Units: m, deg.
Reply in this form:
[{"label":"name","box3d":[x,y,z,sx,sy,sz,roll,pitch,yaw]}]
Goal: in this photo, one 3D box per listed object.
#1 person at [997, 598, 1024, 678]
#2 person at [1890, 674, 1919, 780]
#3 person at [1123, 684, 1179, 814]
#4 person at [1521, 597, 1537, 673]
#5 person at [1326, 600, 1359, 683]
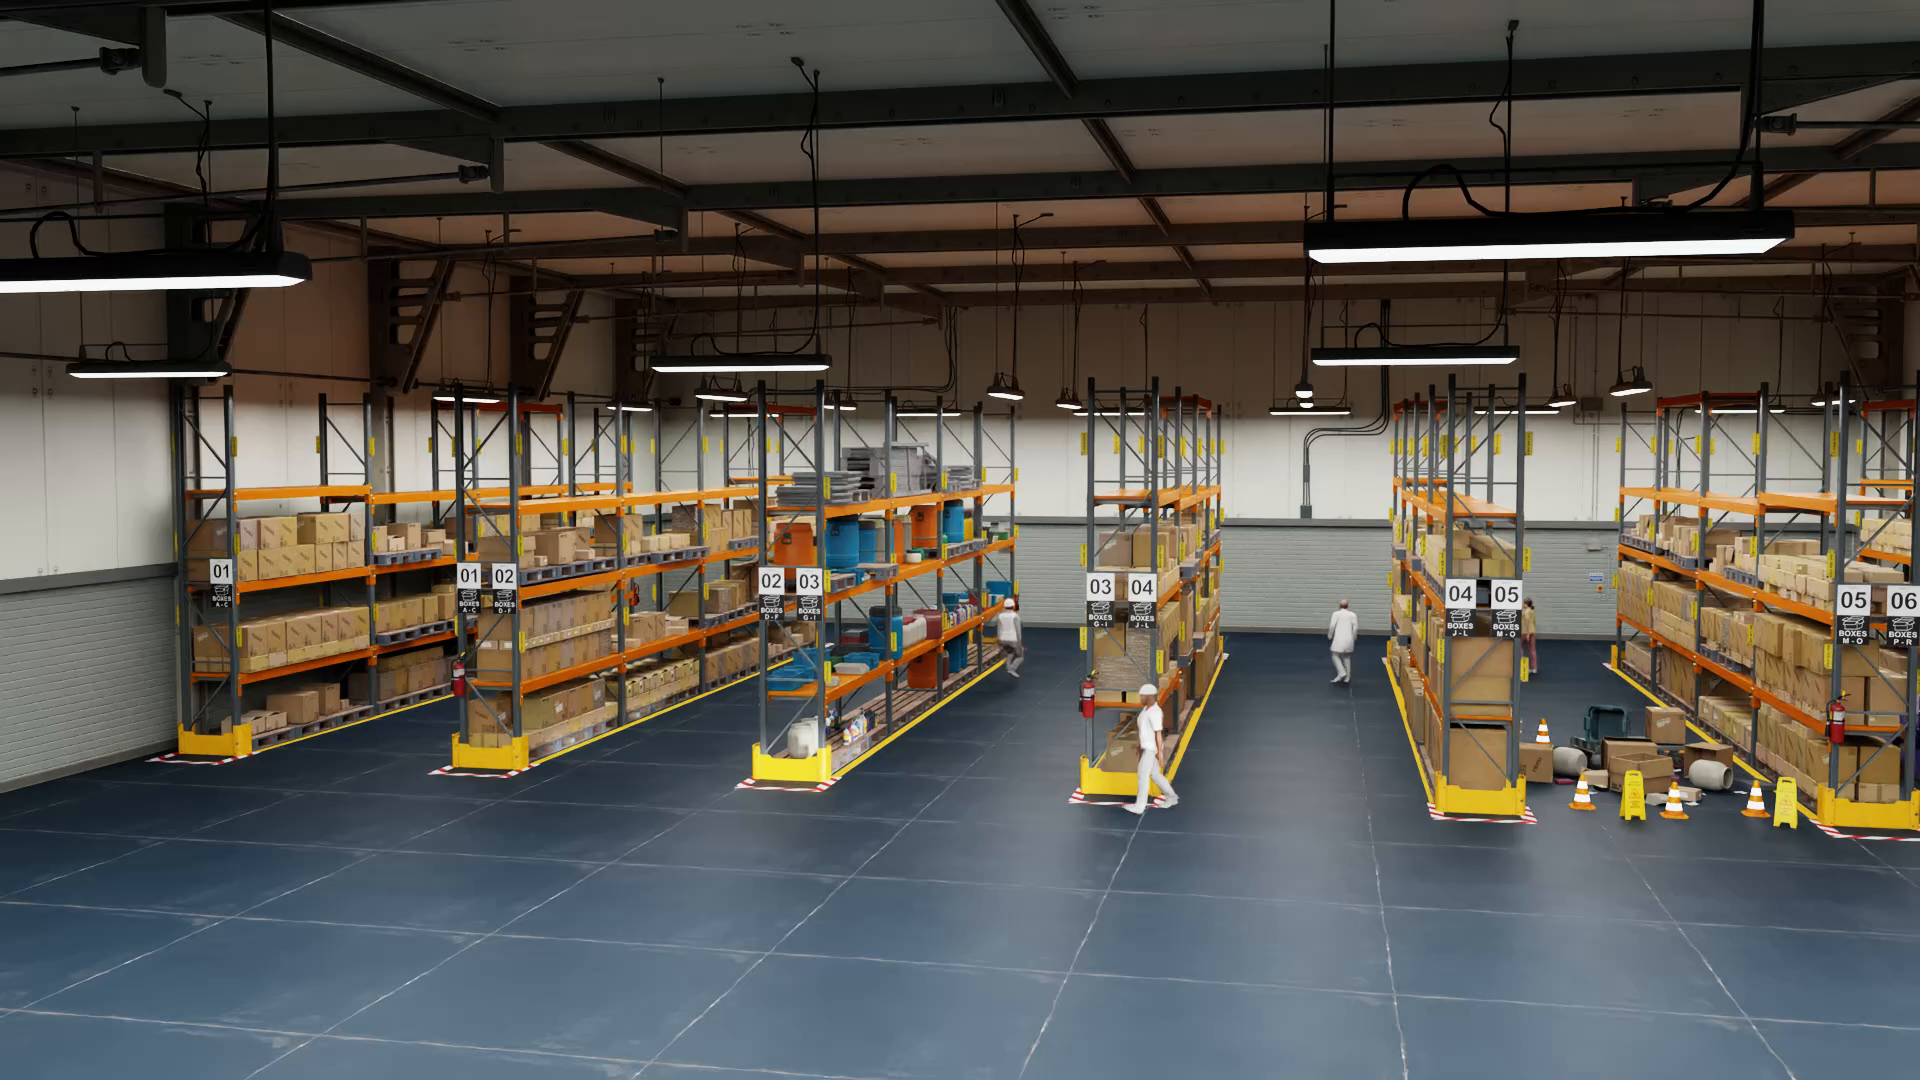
[{"label":"person","box3d":[1.056,2.032,34.713,0.577,1.629,0.645,2,4,27]},{"label":"person","box3d":[14.403,2.832,25.274,0.546,1.527,0.709,1,3,15]},{"label":"person","box3d":[2.622,2.861,22.826,0.803,1.762,0.595,0,3,0]},{"label":"person","box3d":[12.608,2.126,36.813,0.458,1.694,0.566,-1,3,-18]},{"label":"person","box3d":[8.184,2.156,35.377,0.652,1.747,0.675,0,3,-9]}]
